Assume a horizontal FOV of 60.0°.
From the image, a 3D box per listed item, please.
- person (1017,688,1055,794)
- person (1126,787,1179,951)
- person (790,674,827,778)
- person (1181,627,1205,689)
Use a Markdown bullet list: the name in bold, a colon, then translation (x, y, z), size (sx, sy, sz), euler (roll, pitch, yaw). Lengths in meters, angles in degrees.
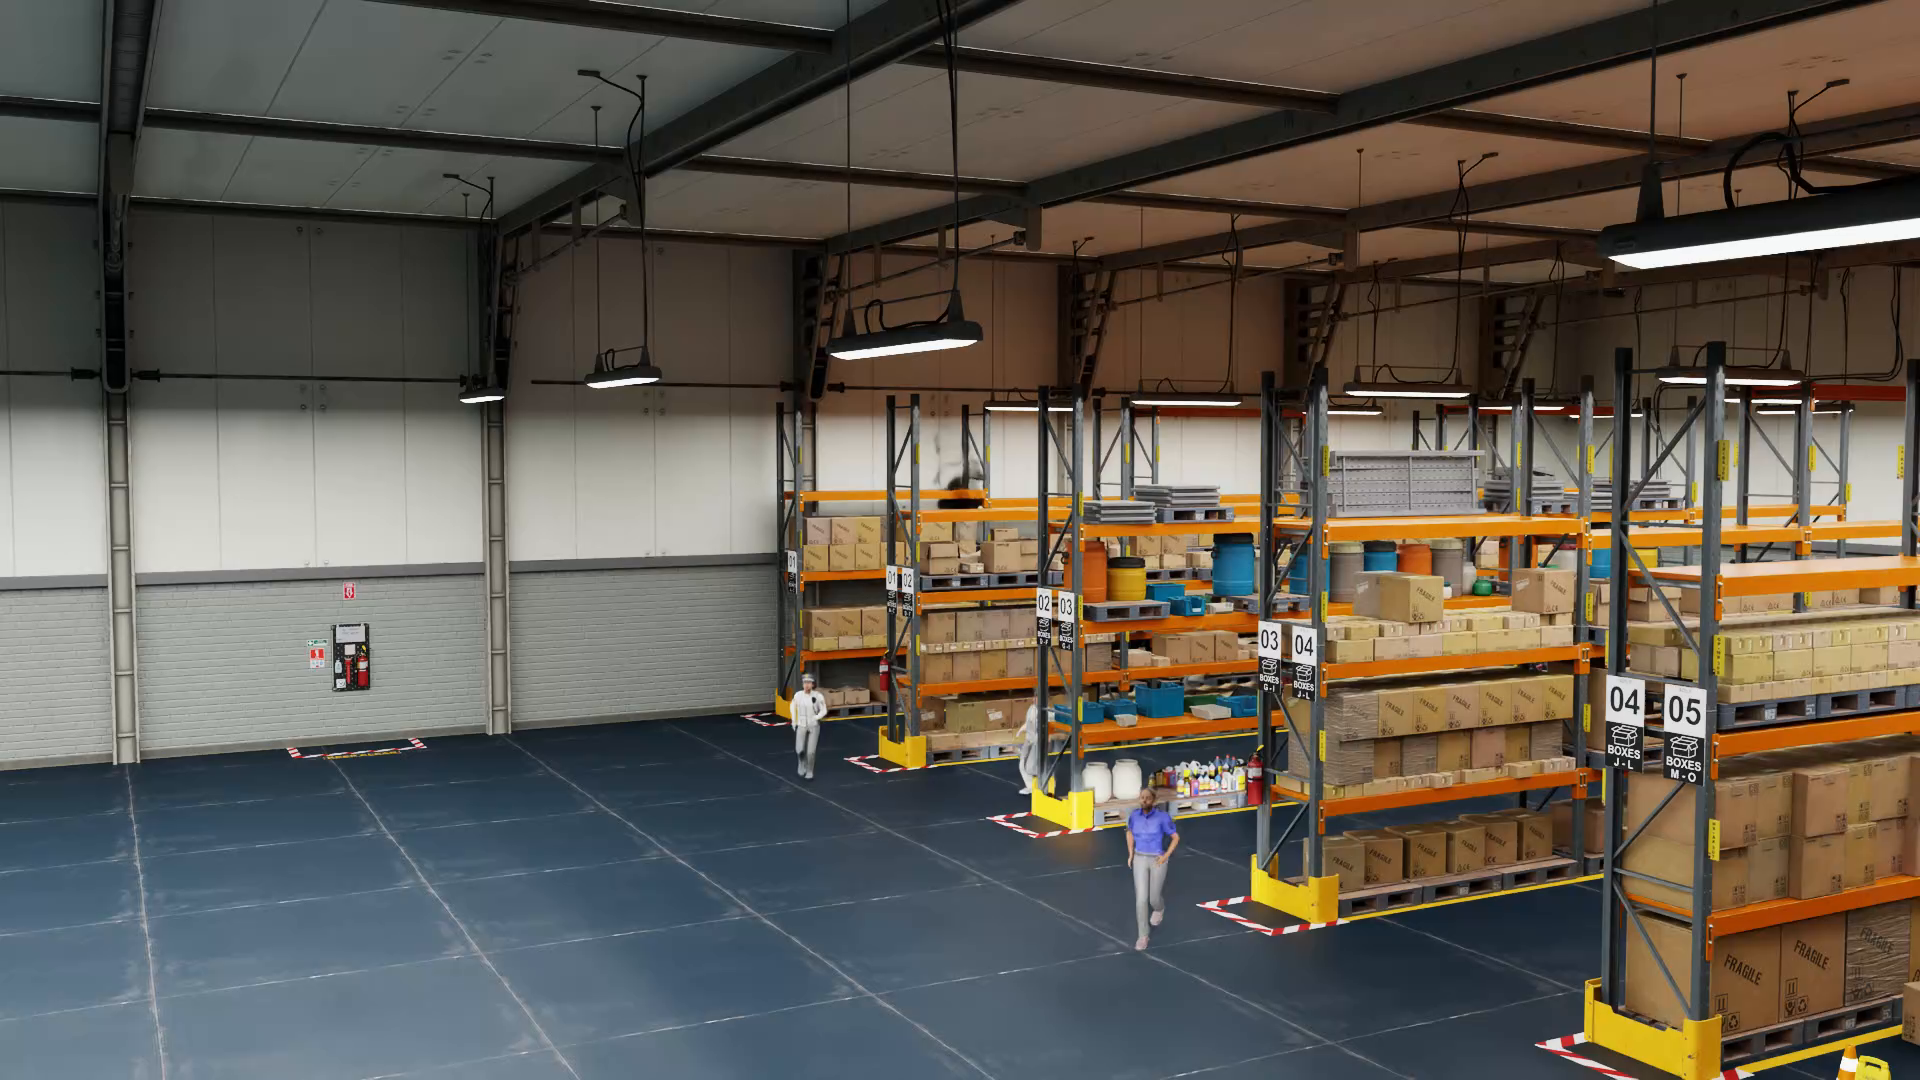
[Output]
- **person**: translation (1.134, 2.968, 24.563), size (0.495, 1.615, 0.626), euler (-2, 4, -35)
- **person**: translation (2.009, 3.371, 17.328), size (0.578, 1.657, 0.740), euler (1, 3, 21)
- **person**: translation (-2.360, 2.877, 25.655), size (0.596, 1.648, 0.555), euler (0, 3, 5)
- **person**: translation (4.597, 2.487, 32.112), size (0.856, 1.760, 0.711), euler (-1, 4, -23)
